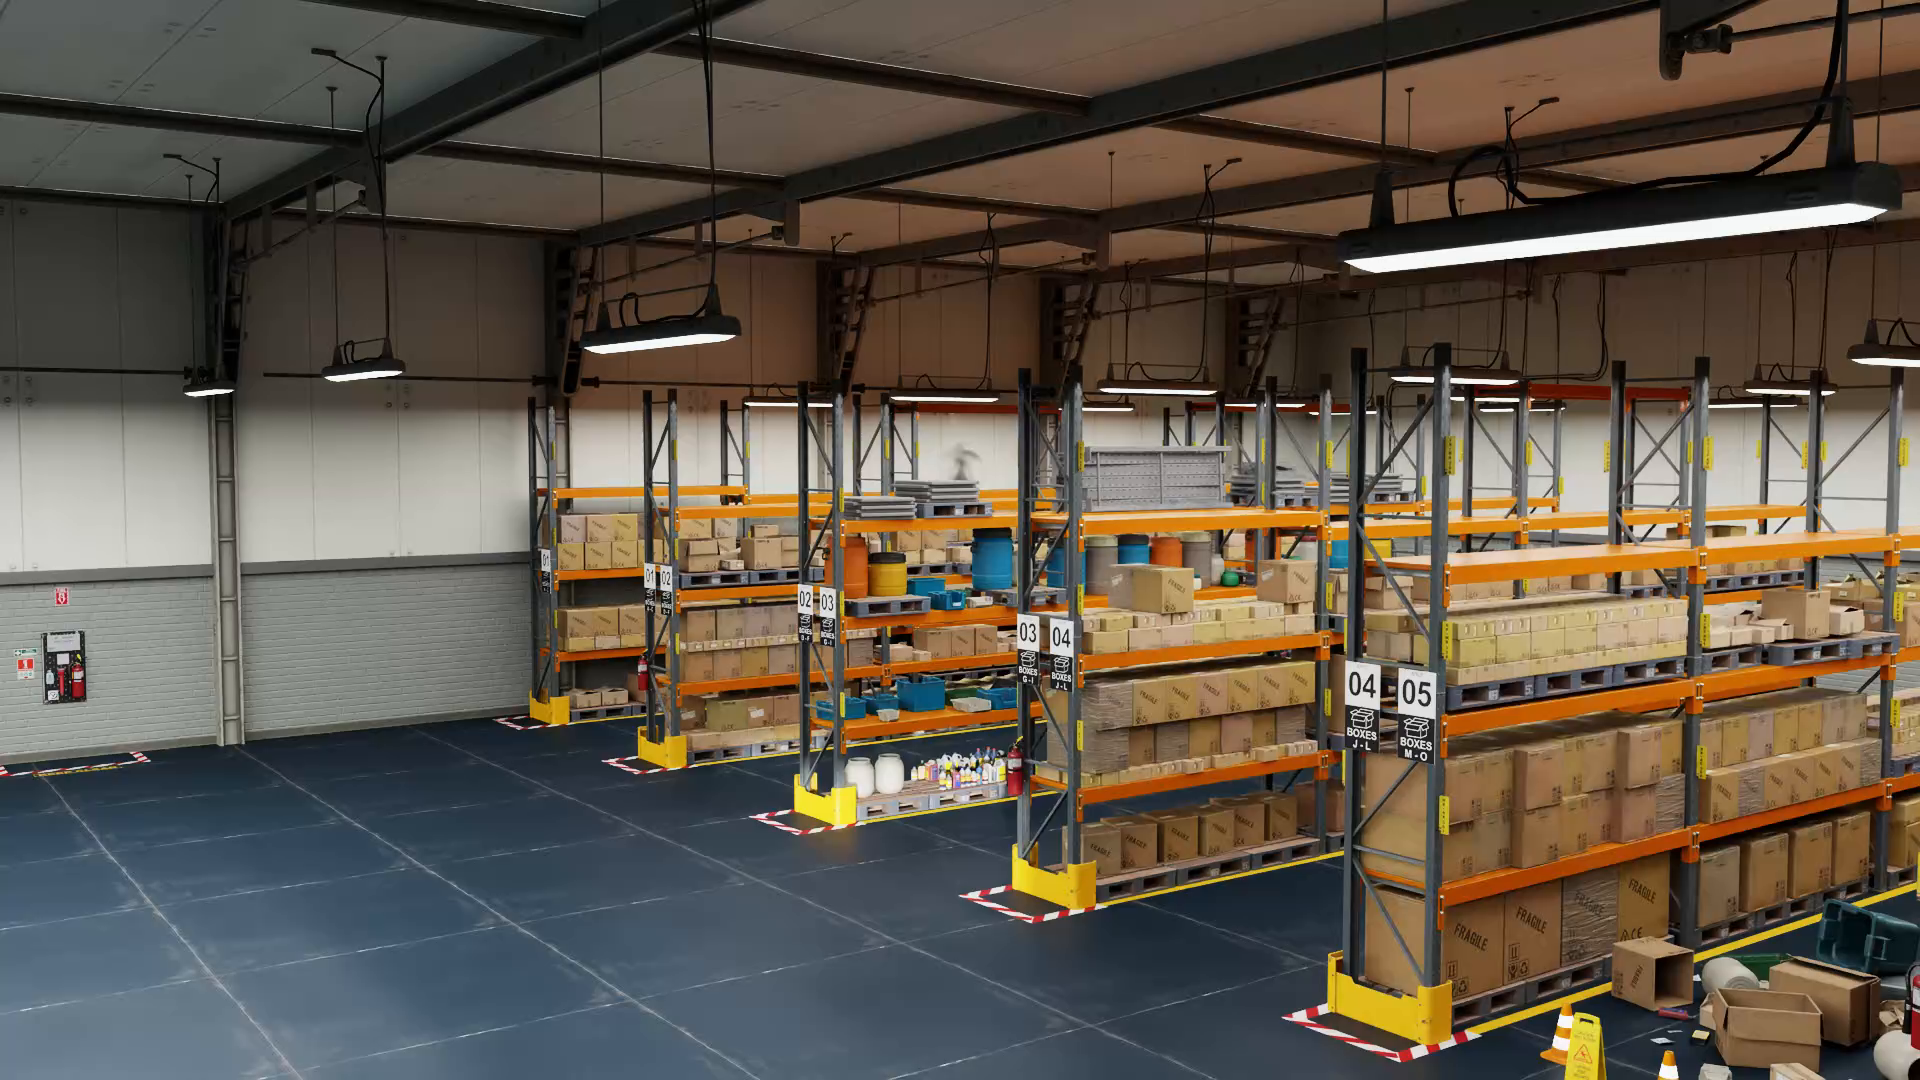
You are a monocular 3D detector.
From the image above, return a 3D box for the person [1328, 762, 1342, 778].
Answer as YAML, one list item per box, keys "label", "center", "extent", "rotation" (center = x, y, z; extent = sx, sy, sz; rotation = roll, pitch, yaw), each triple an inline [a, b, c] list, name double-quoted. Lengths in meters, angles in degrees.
- label: "person"
  center: [5.402, 2.855, 23.684]
  extent: [0.968, 1.768, 0.662]
  rotation: [-3, 5, -43]
